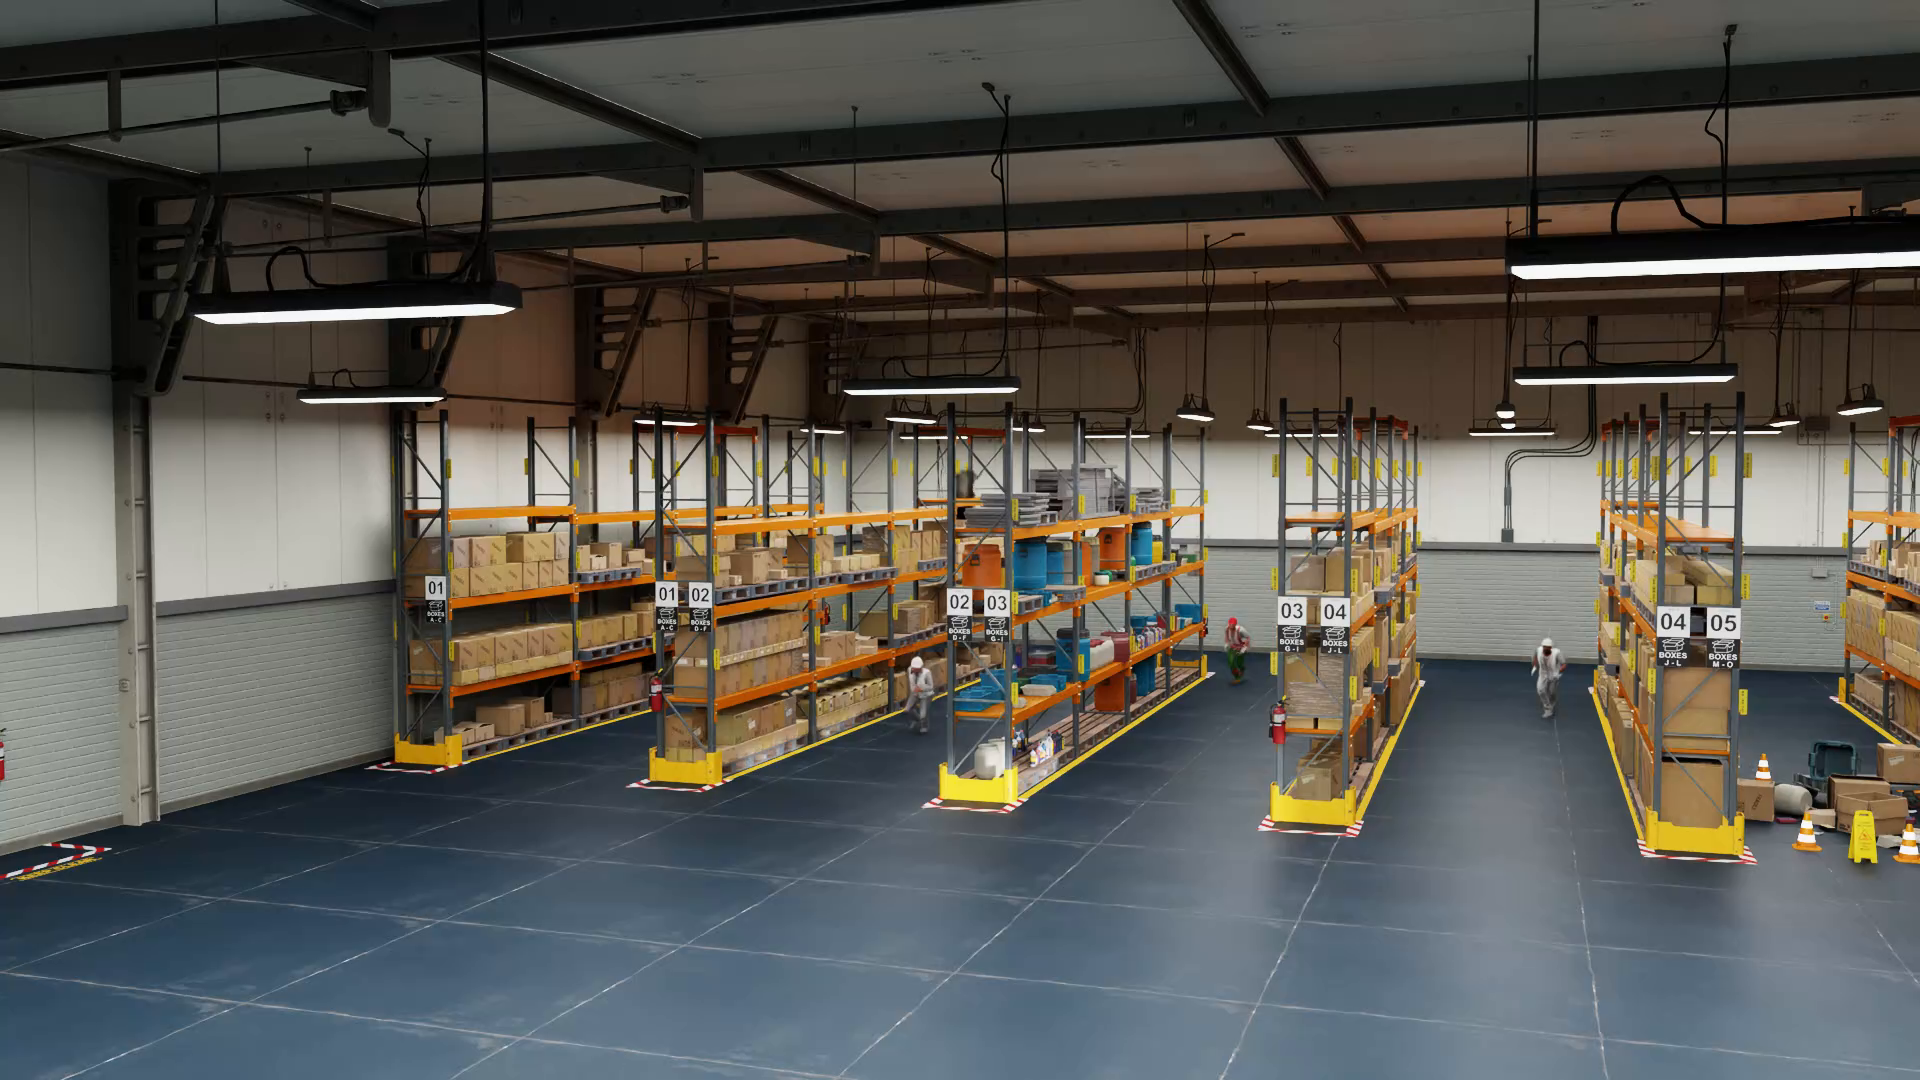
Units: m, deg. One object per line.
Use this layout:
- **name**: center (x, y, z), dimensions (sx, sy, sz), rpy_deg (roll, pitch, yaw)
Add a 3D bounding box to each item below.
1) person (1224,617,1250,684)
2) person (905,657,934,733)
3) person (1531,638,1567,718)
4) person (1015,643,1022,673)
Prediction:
- **person**: center (6.491, 2.566, 38.799), dimensions (0.659, 1.578, 1.051), rpy_deg (1, 3, 30)
- **person**: center (-0.767, 2.901, 31.151), dimensions (0.707, 1.503, 0.954), rpy_deg (1, 3, 24)
- **person**: center (11.945, 2.751, 33.635), dimensions (0.692, 1.605, 1.085), rpy_deg (1, 3, 31)
- **person**: center (1.354, 2.801, 33.872), dimensions (0.597, 1.466, 1.065), rpy_deg (2, 3, 35)
